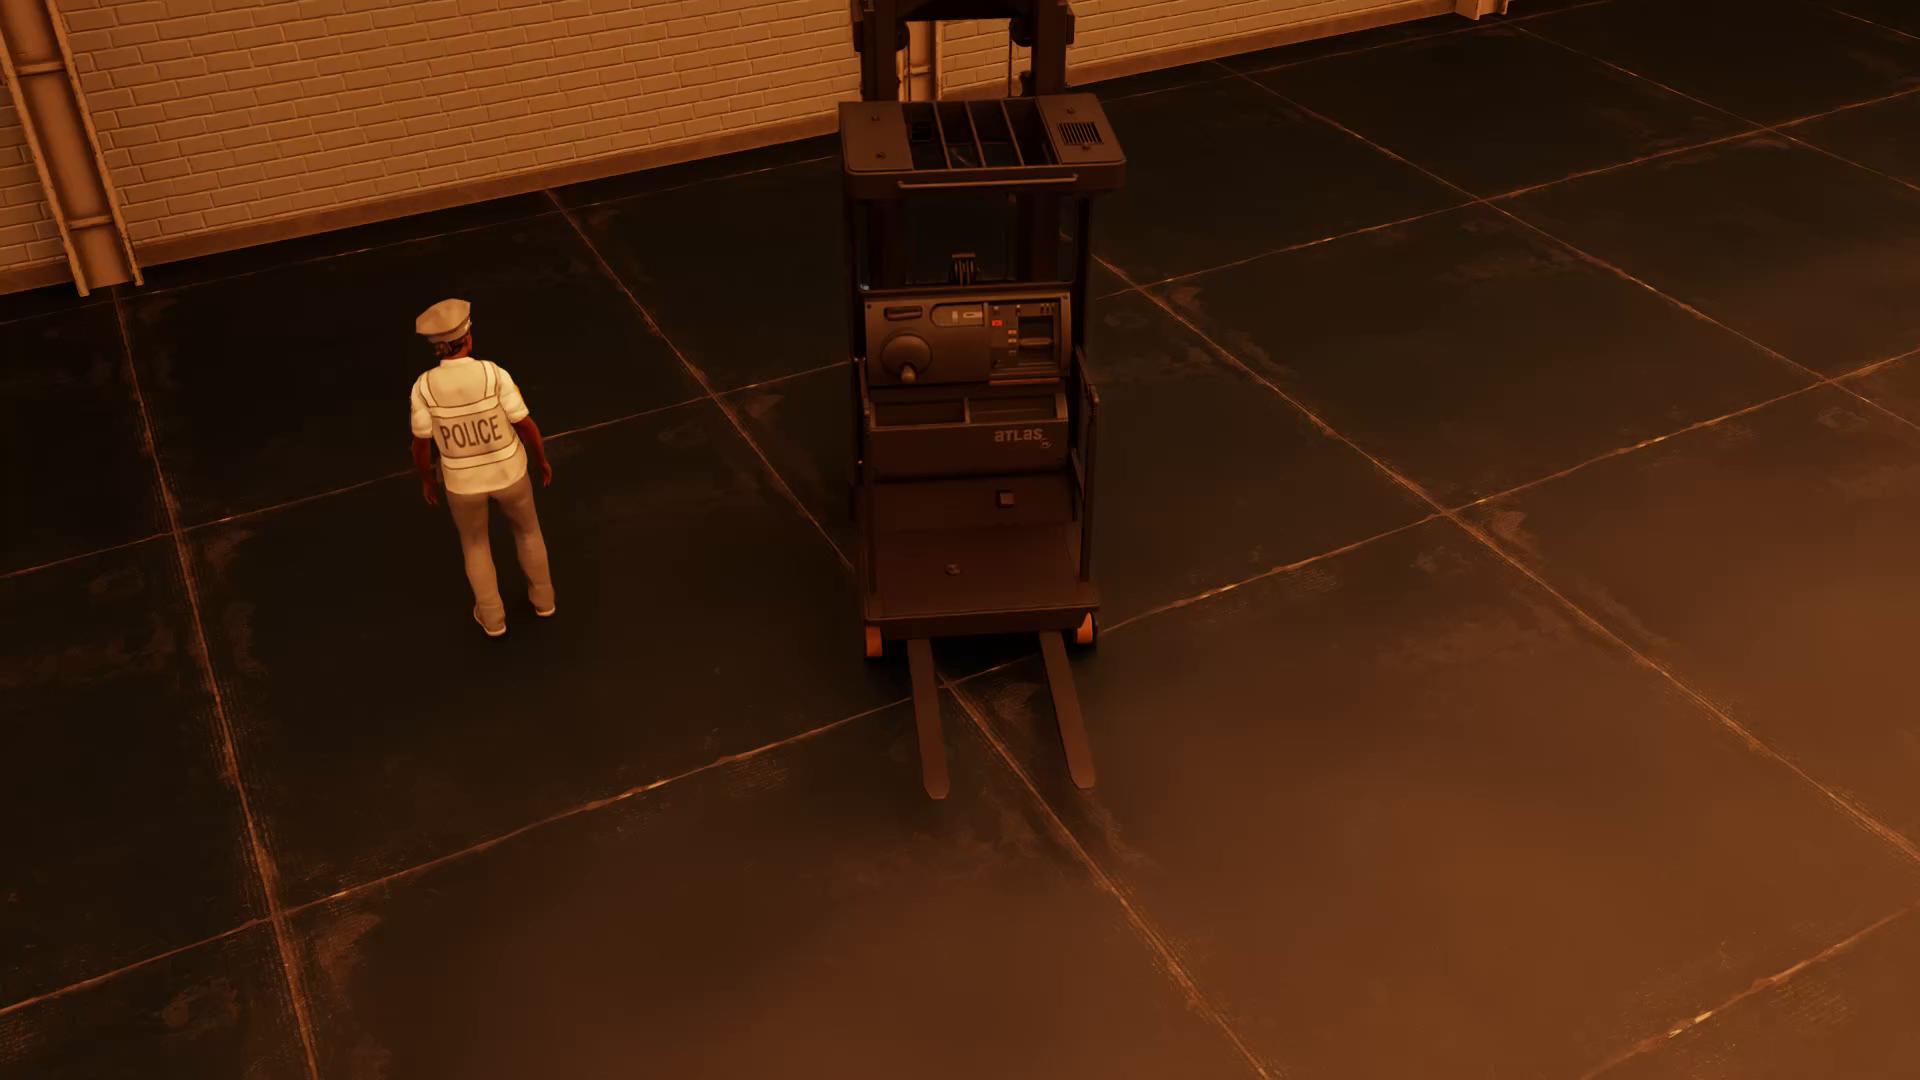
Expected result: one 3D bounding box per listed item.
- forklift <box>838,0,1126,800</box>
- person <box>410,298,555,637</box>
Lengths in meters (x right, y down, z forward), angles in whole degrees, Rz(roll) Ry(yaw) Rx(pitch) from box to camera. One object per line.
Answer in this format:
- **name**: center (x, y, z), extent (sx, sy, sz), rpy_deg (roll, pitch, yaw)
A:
- **forklift**: center (0.061, -0.846, 7.320), extent (1.130, 2.935, 3.031), rpy_deg (-3, 35, -5)
- **person**: center (-2.188, -0.307, 7.665), extent (0.587, 1.654, 0.422), rpy_deg (-11, 37, -15)
